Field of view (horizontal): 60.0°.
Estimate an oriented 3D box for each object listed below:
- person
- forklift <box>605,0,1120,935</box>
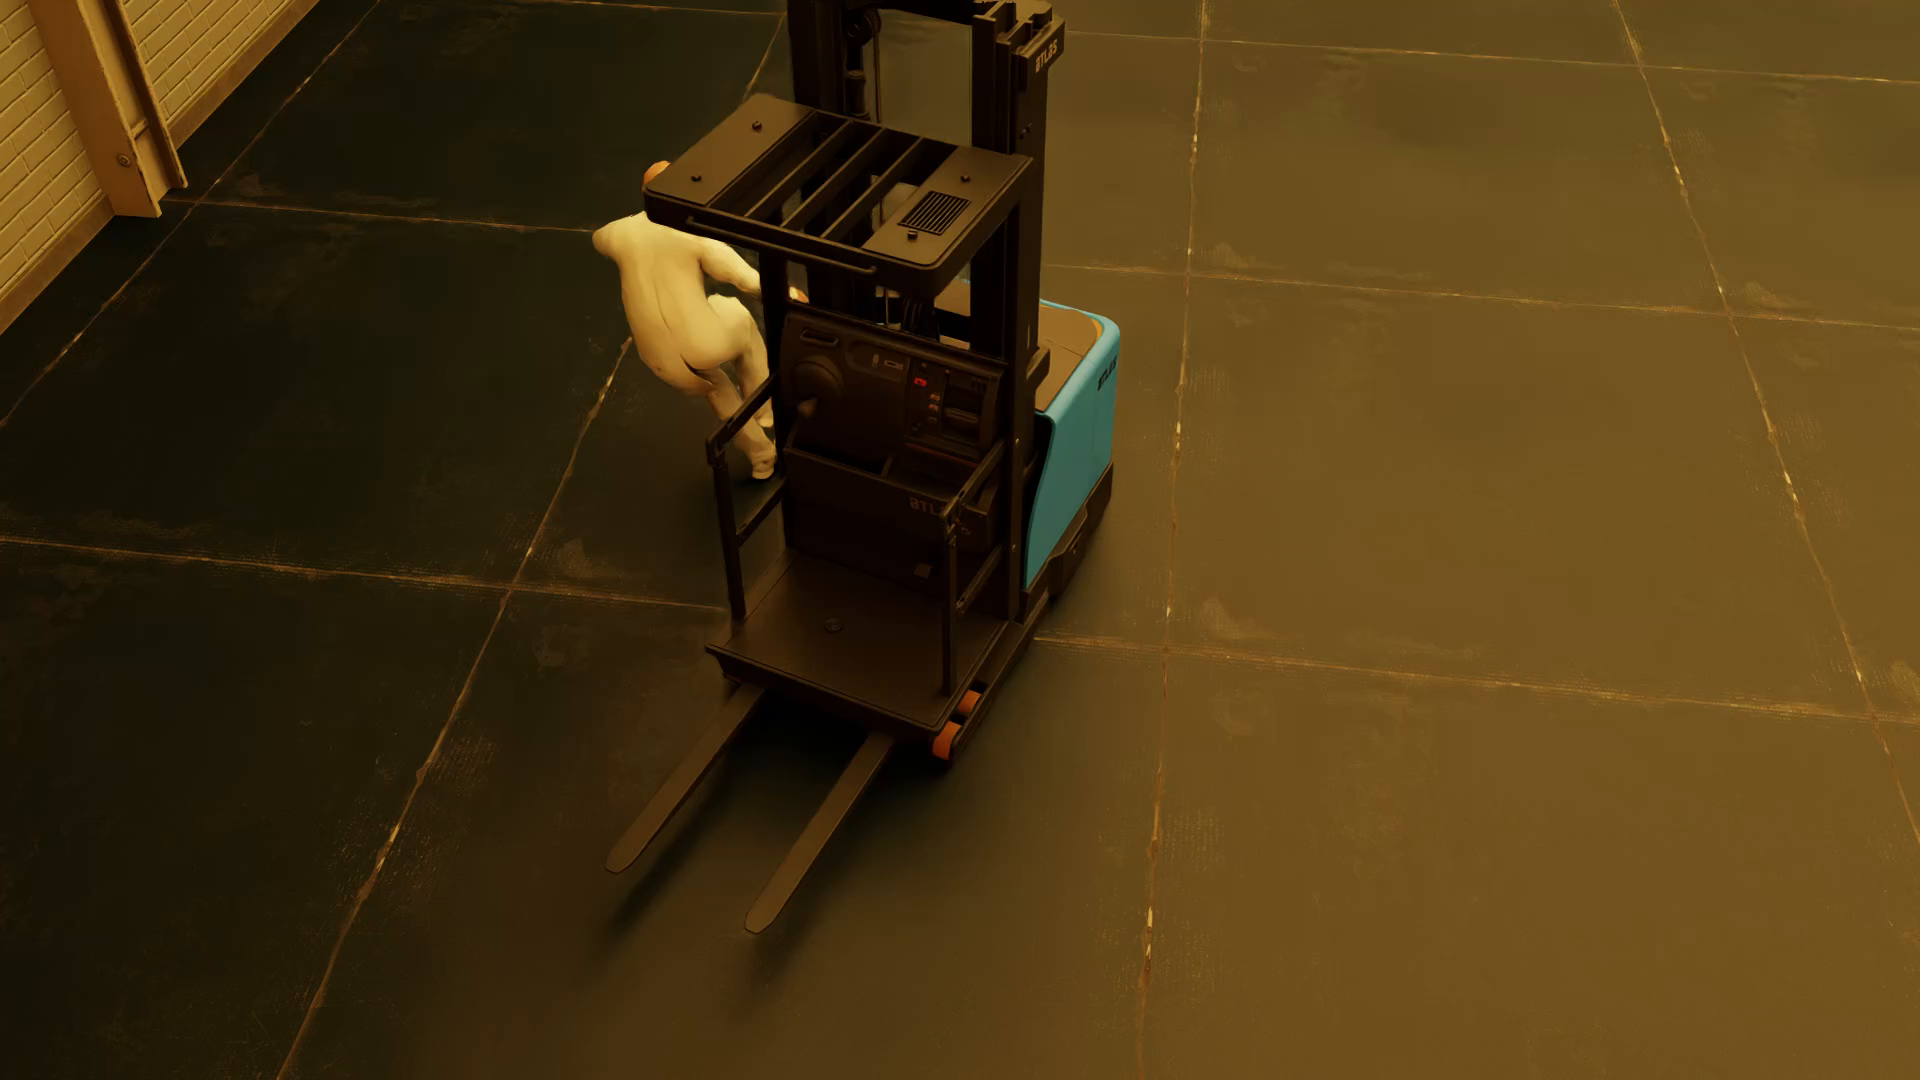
[{"bbox_3d":[-1.228,-1.104,7.979,1.018,1.543,0.915,-1,43,-1],"label":"person"},{"bbox_3d":[-0.371,-0.509,6.278,1.130,2.935,3.031,18,46,19],"label":"forklift"}]
